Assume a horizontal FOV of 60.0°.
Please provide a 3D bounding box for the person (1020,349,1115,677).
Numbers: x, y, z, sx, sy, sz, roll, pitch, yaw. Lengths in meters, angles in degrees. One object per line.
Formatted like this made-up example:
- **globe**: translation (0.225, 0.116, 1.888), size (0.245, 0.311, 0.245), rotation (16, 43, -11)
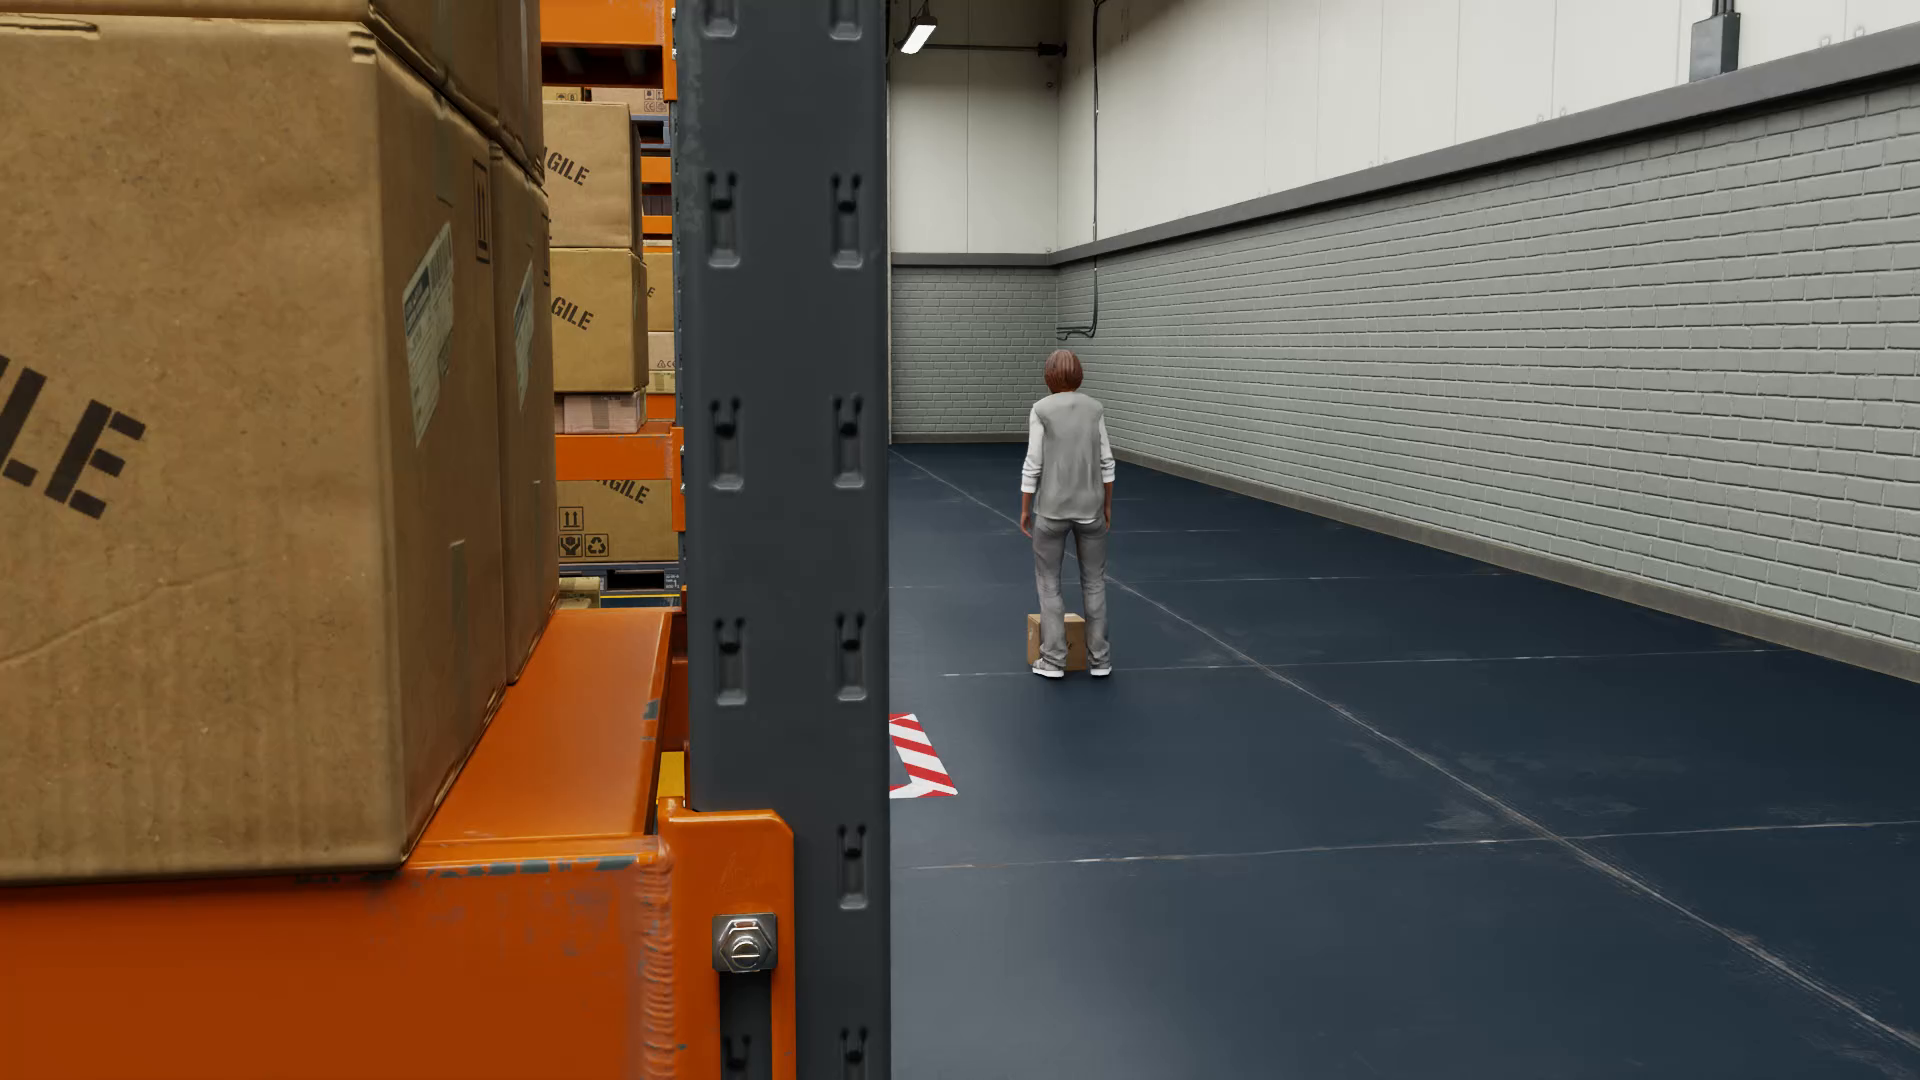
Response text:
- **person**: translation (0.530, -0.124, 8.078), size (0.484, 1.594, 0.340), rotation (-1, 7, -12)
